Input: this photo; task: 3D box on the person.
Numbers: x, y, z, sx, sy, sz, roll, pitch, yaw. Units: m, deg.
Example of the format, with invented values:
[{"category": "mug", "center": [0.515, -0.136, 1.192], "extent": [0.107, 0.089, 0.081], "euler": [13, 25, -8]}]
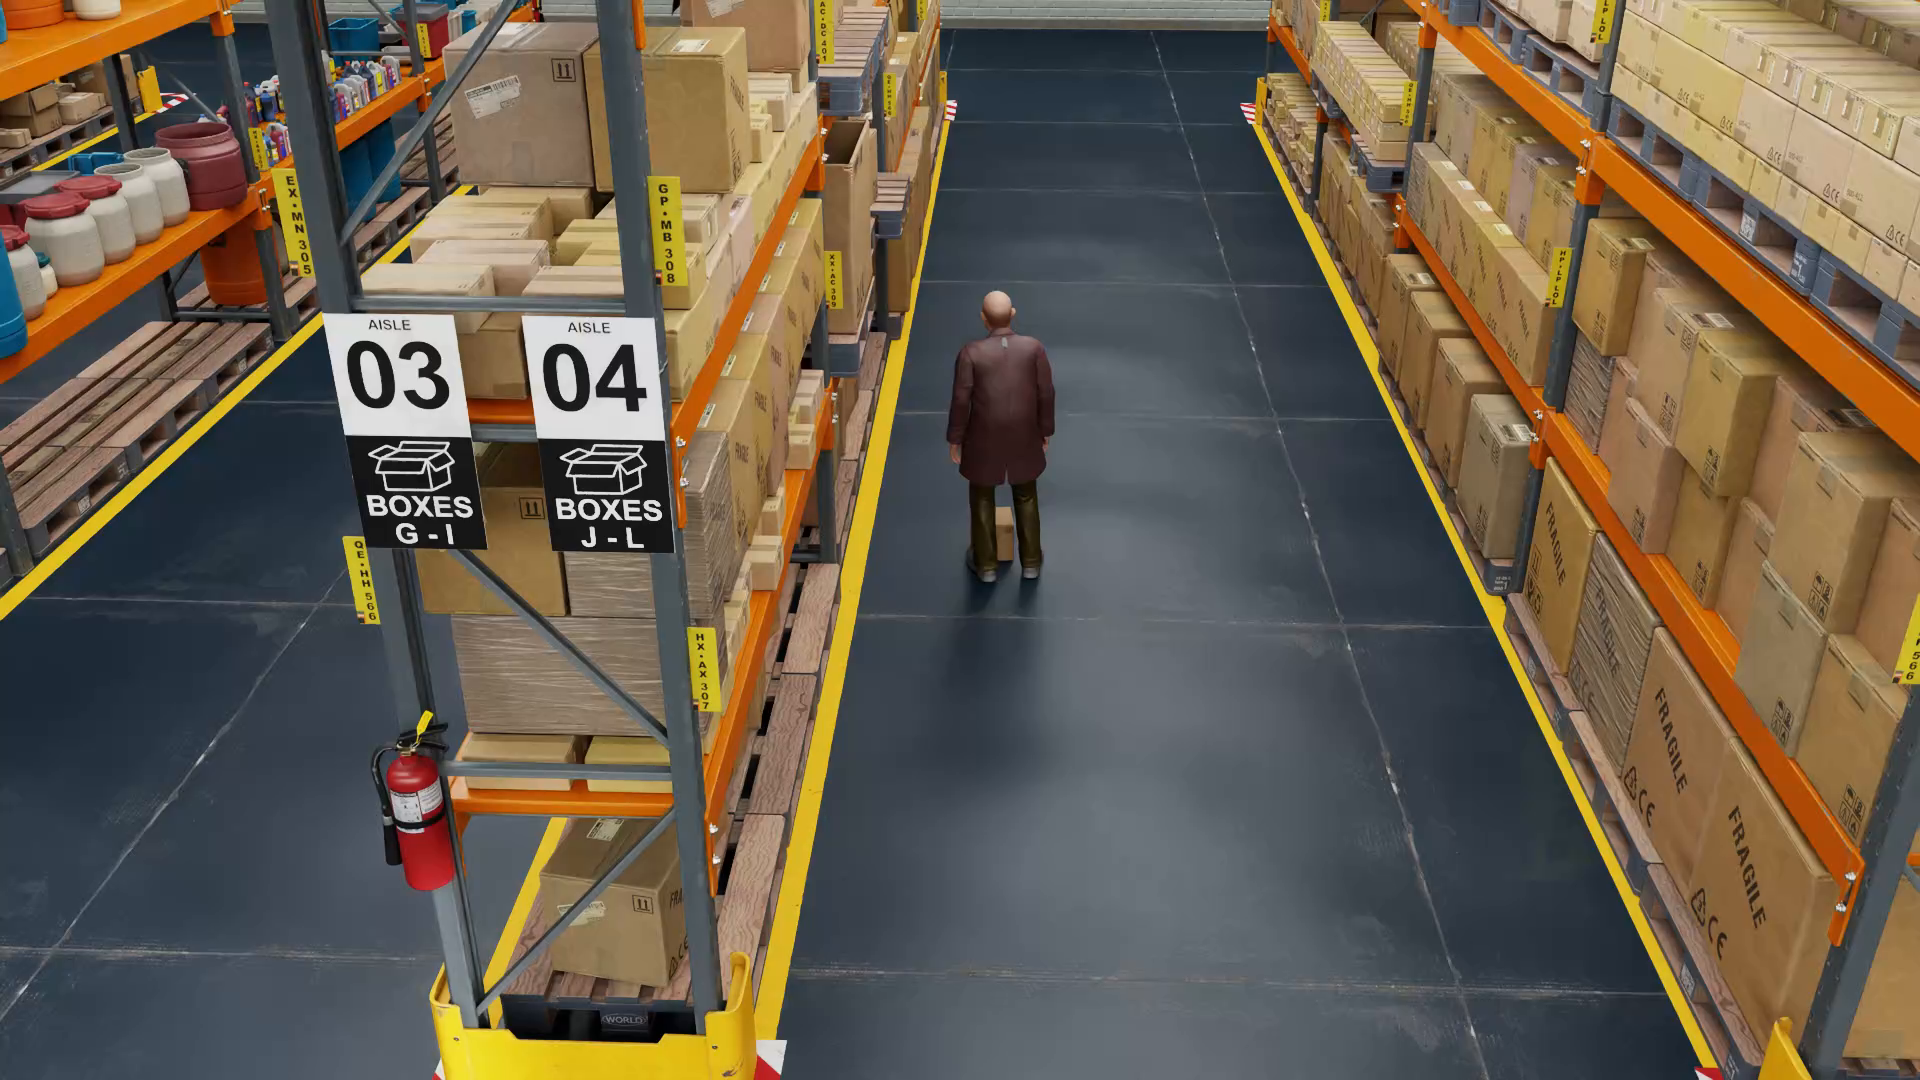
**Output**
[{"category": "person", "center": [0.239, -0.600, 9.785], "extent": [0.653, 1.774, 0.427], "euler": [-5, 28, -9]}]
